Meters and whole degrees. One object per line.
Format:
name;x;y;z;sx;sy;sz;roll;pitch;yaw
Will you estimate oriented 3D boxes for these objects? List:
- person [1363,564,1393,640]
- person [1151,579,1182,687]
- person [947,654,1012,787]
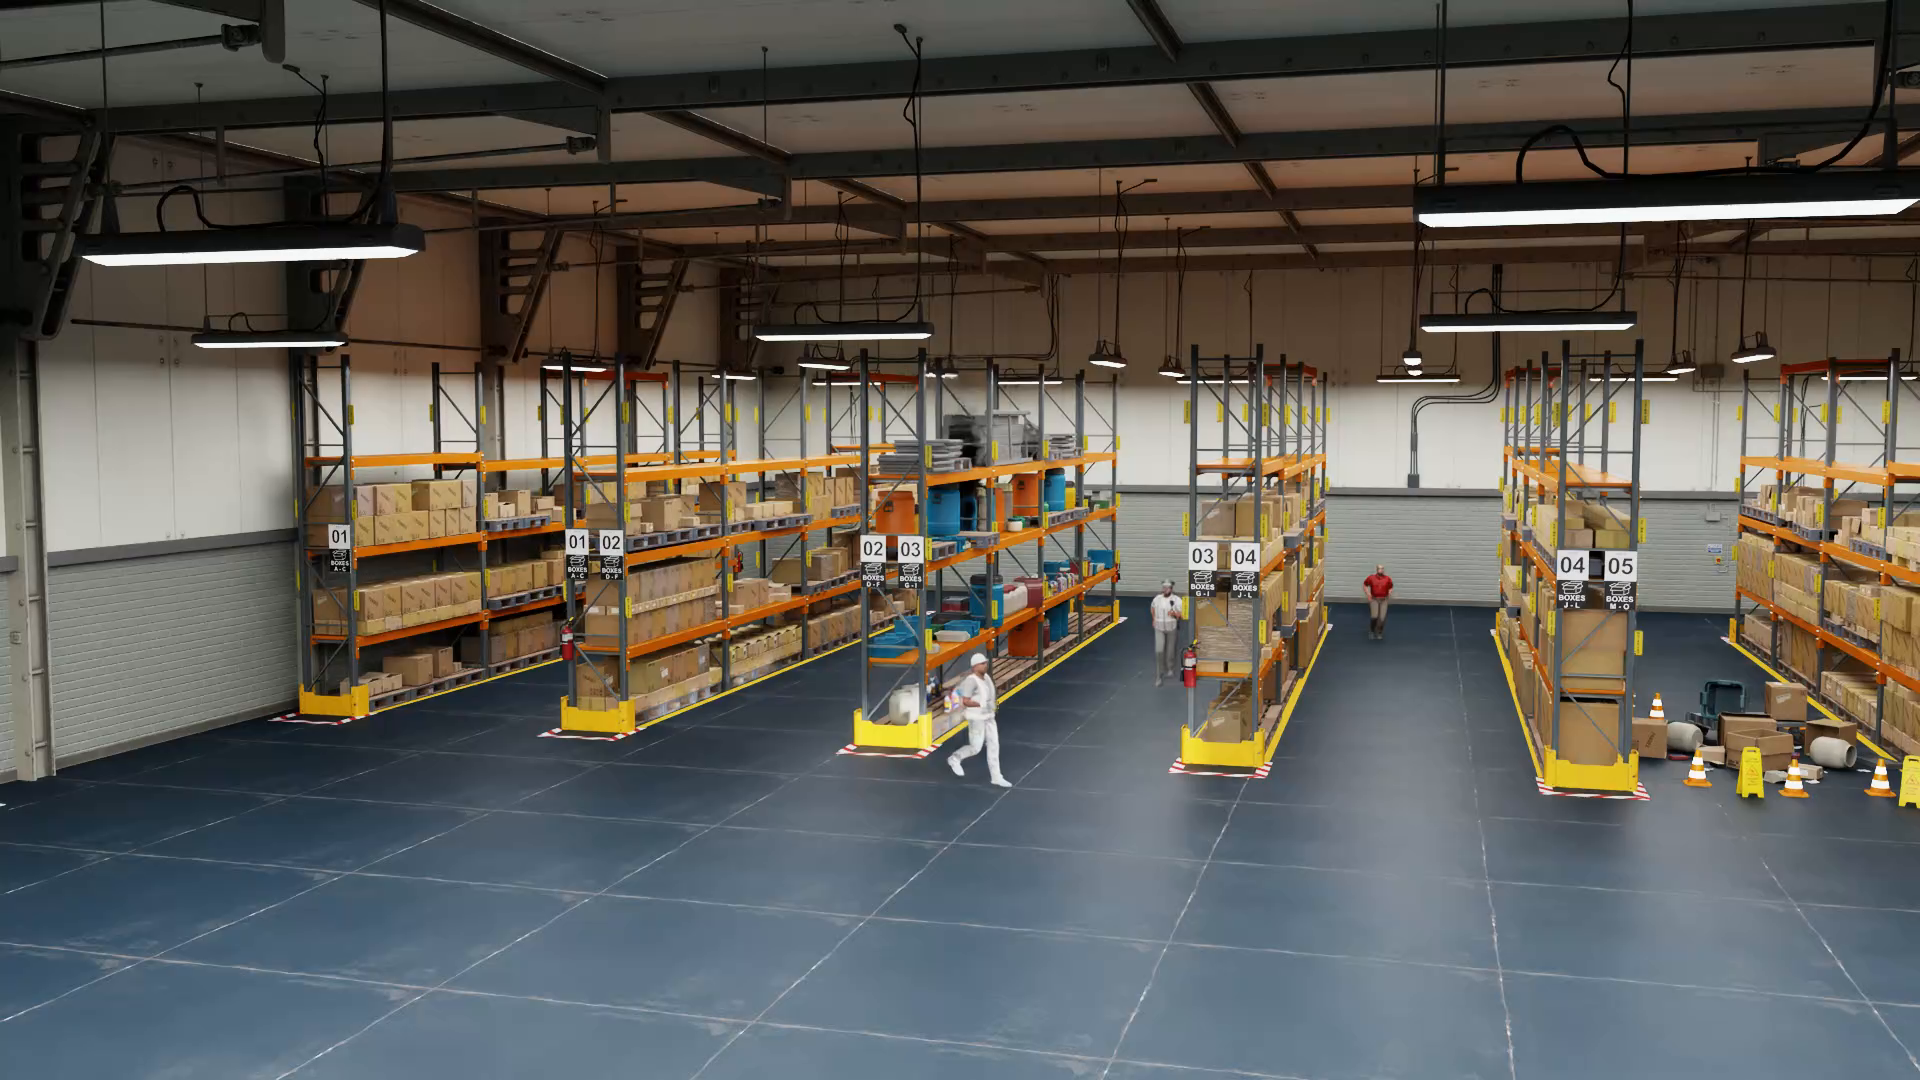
person;9.306;1.388;36.926;0.647;1.700;0.639;0;4;4
person;3.661;1.649;29.566;0.638;1.912;0.687;1;4;16
person;0.266;2.417;22.434;0.974;1.777;0.683;3;5;34
